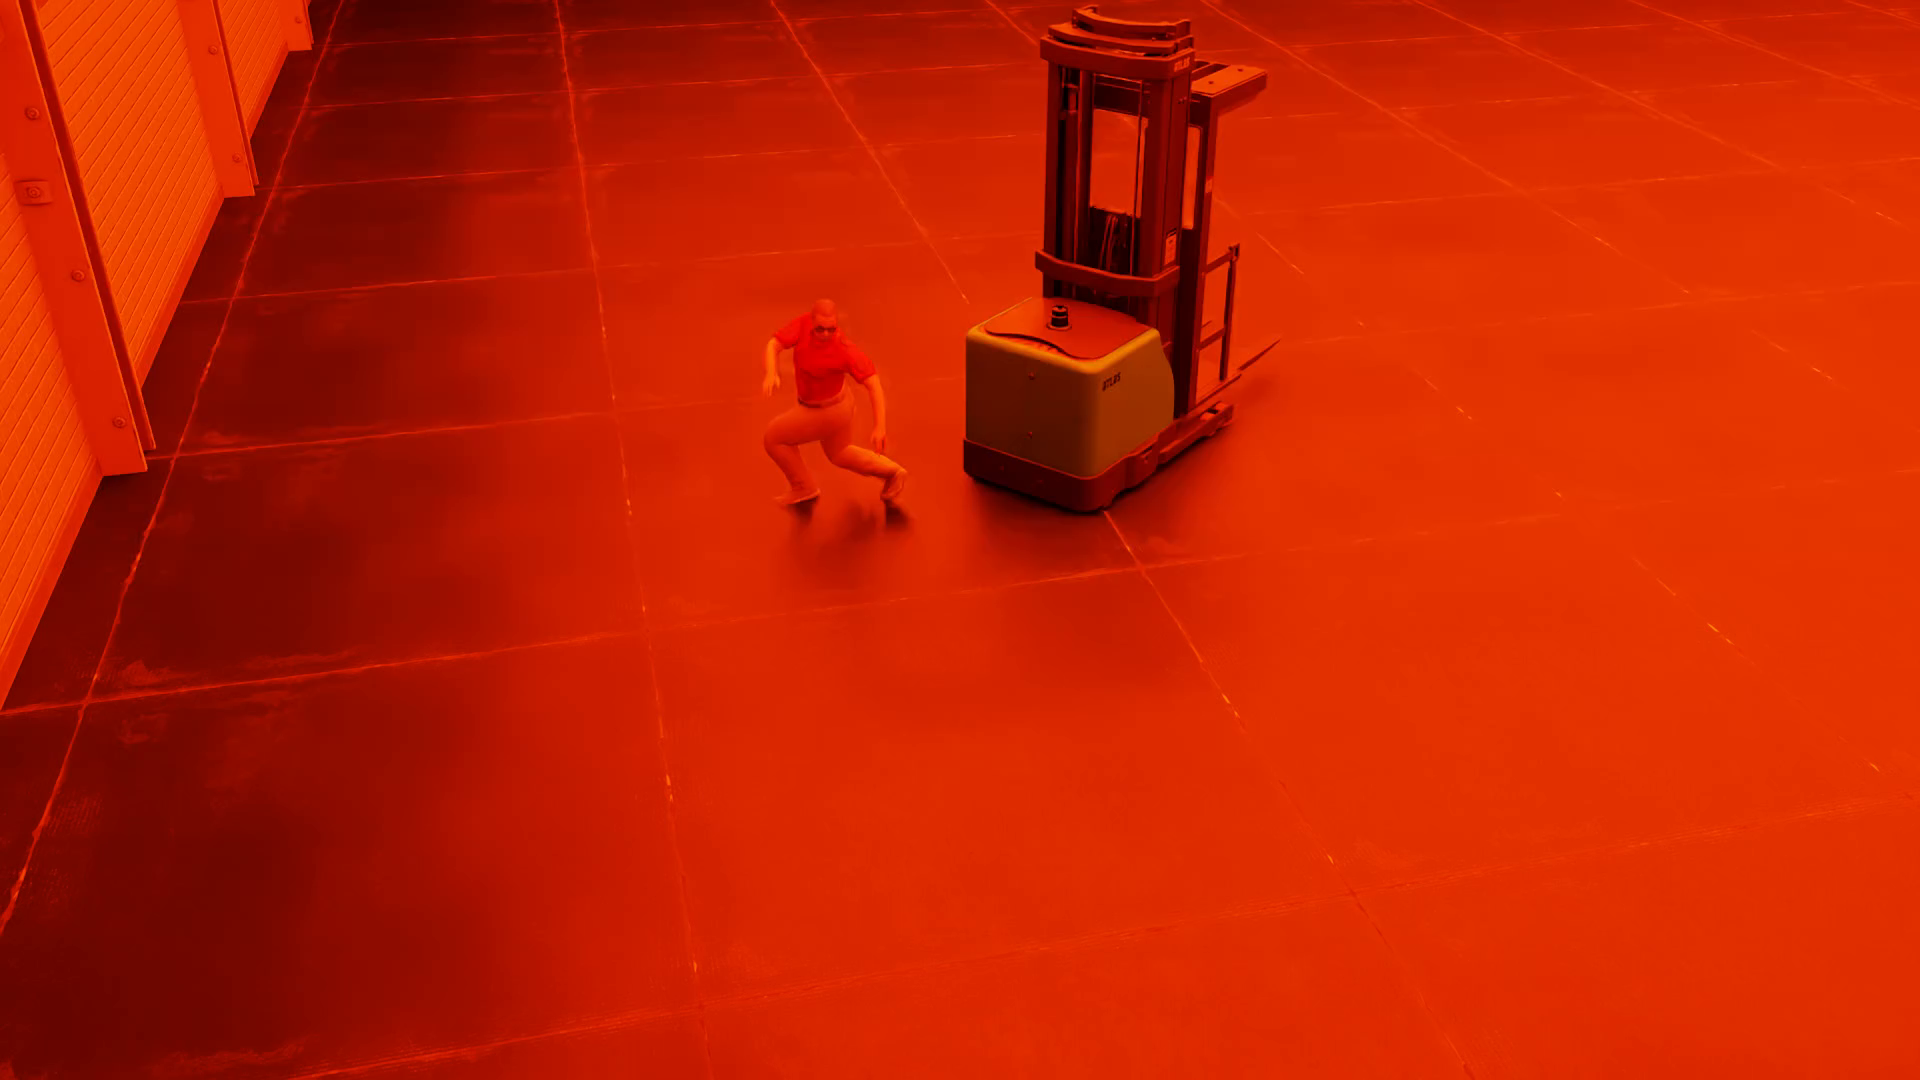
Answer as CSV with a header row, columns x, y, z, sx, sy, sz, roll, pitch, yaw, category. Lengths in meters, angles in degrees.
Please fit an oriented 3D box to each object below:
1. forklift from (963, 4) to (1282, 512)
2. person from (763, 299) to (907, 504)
x,y,z,sx,sy,sz,roll,pitch,yaw,category
1.302,-2.132,11.257,1.130,2.935,3.031,20,36,31,forklift
-0.804,-0.833,10.534,0.927,1.502,0.672,0,30,0,person
